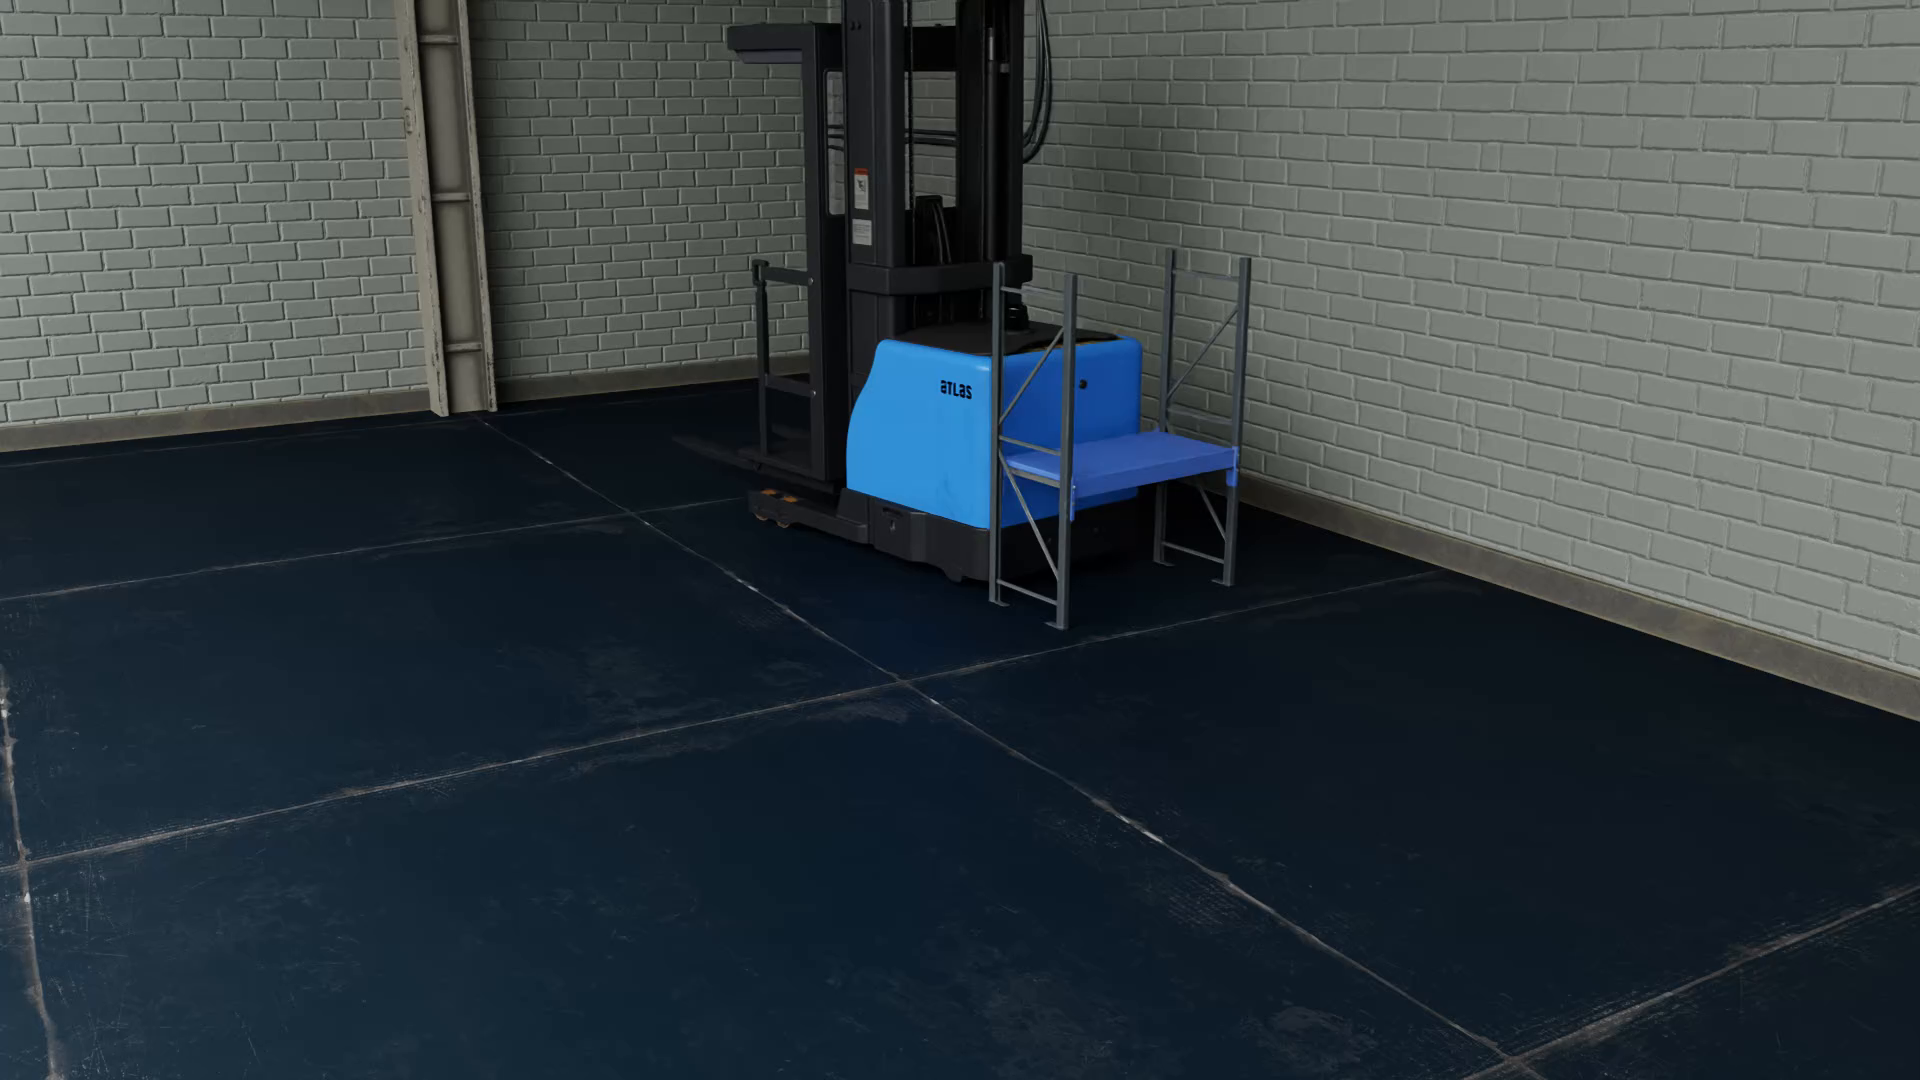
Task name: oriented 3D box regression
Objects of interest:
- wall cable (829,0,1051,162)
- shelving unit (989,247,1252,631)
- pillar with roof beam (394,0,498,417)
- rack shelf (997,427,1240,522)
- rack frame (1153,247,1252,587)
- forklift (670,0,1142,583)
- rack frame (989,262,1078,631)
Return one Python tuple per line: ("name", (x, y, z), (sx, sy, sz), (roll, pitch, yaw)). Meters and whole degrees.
("wall cable", (-0.272, -3.853, 11.236), (0.112, 2.526, 3.097), (-9, 18, -30))
("shelving unit", (0.700, -0.478, 7.327), (1.048, 1.500, 0.538), (-12, 20, -36))
("pillar with roof beam", (-1.261, -4.249, 6.894), (0.400, 9.000, 9.100), (-9, 18, -30))
("rack shelf", (0.699, -0.305, 7.377), (1.000, 0.185, 0.538), (-12, 20, -36))
("rack frame", (1.101, -0.562, 7.628), (0.032, 1.500, 0.500), (-12, 20, -36))
("forklift", (-0.462, -1.548, 8.502), (1.130, 2.935, 3.031), (-13, 20, -39))
("rack frame", (0.299, -0.394, 7.026), (0.032, 1.500, 0.500), (-12, 20, -36))
